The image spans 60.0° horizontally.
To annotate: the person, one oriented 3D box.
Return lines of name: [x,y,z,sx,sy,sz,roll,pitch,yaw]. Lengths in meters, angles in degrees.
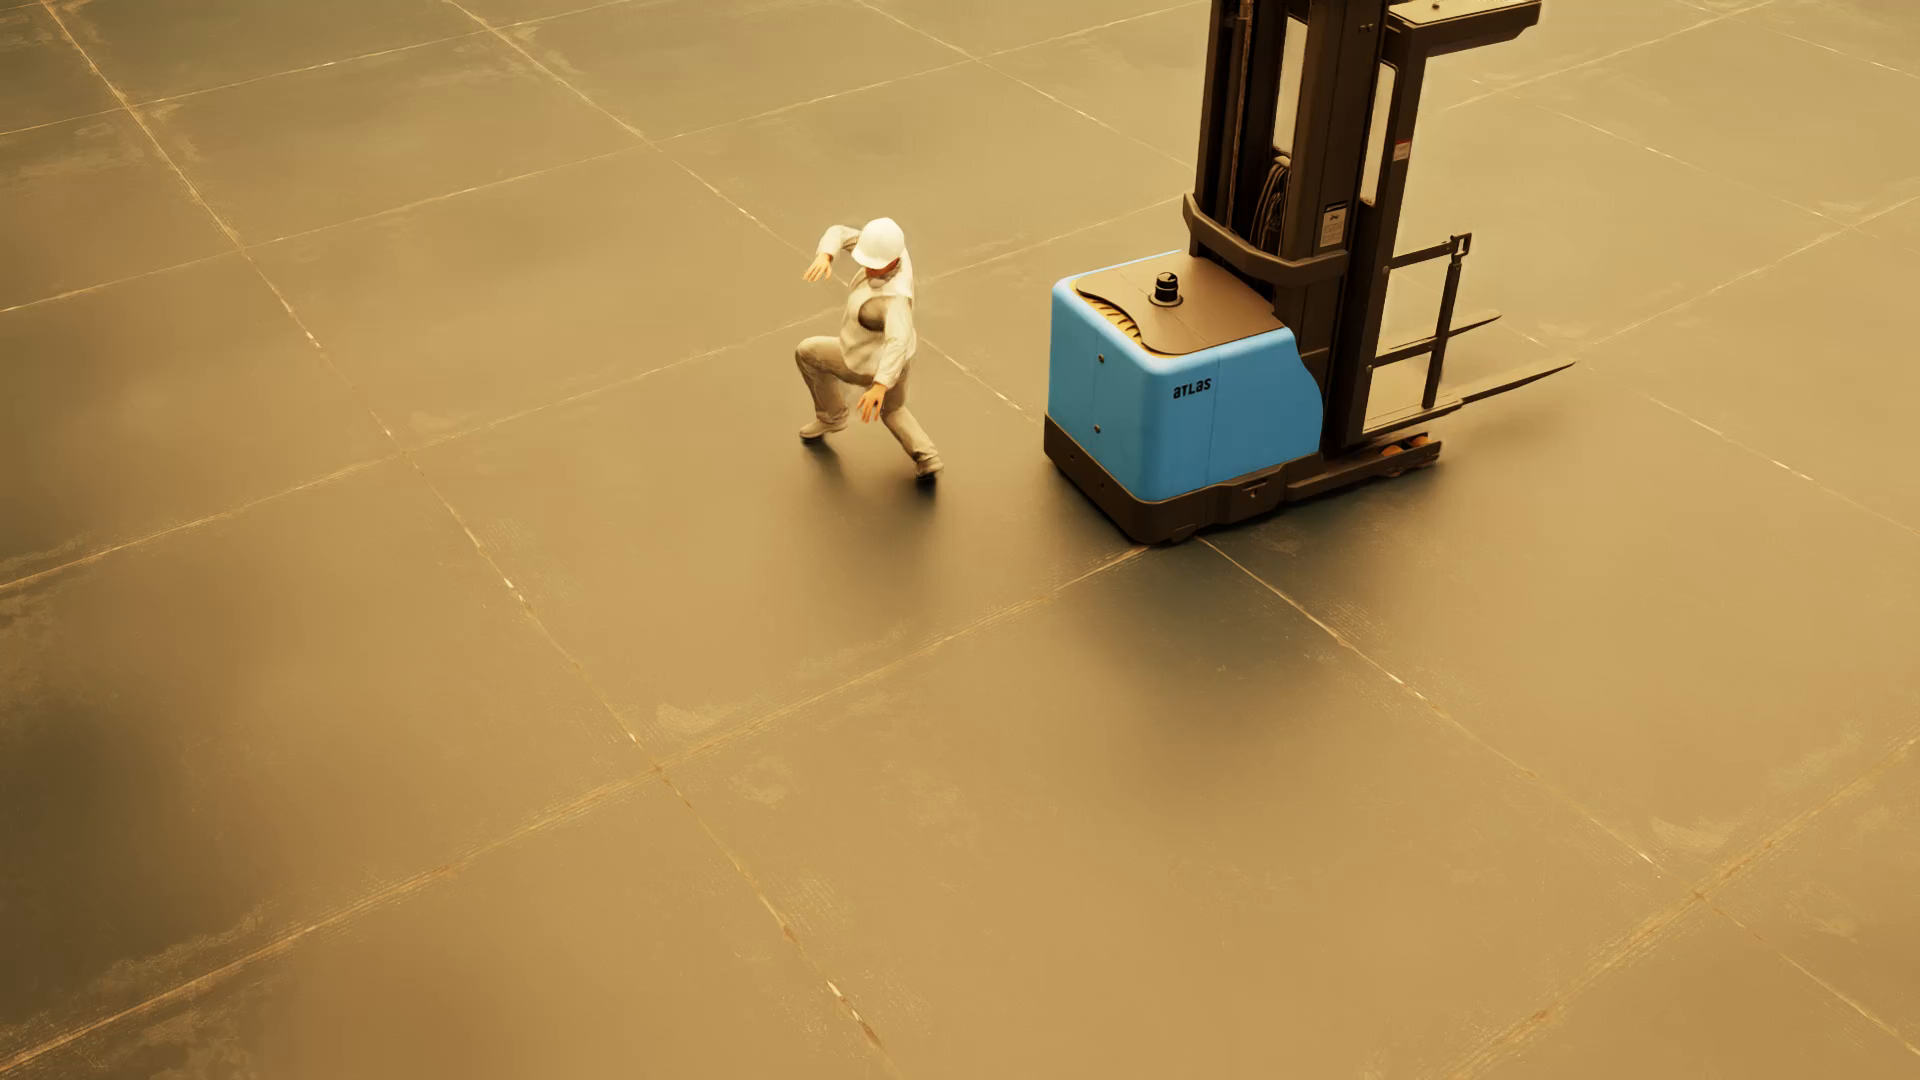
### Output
person: [-0.556,-0.940,8.437,0.976,1.482,0.888,19,40,23]

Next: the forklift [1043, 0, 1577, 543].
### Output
forklift: [1.997,-1.775,8.346,3.031,2.935,1.130,-17,40,-22]
